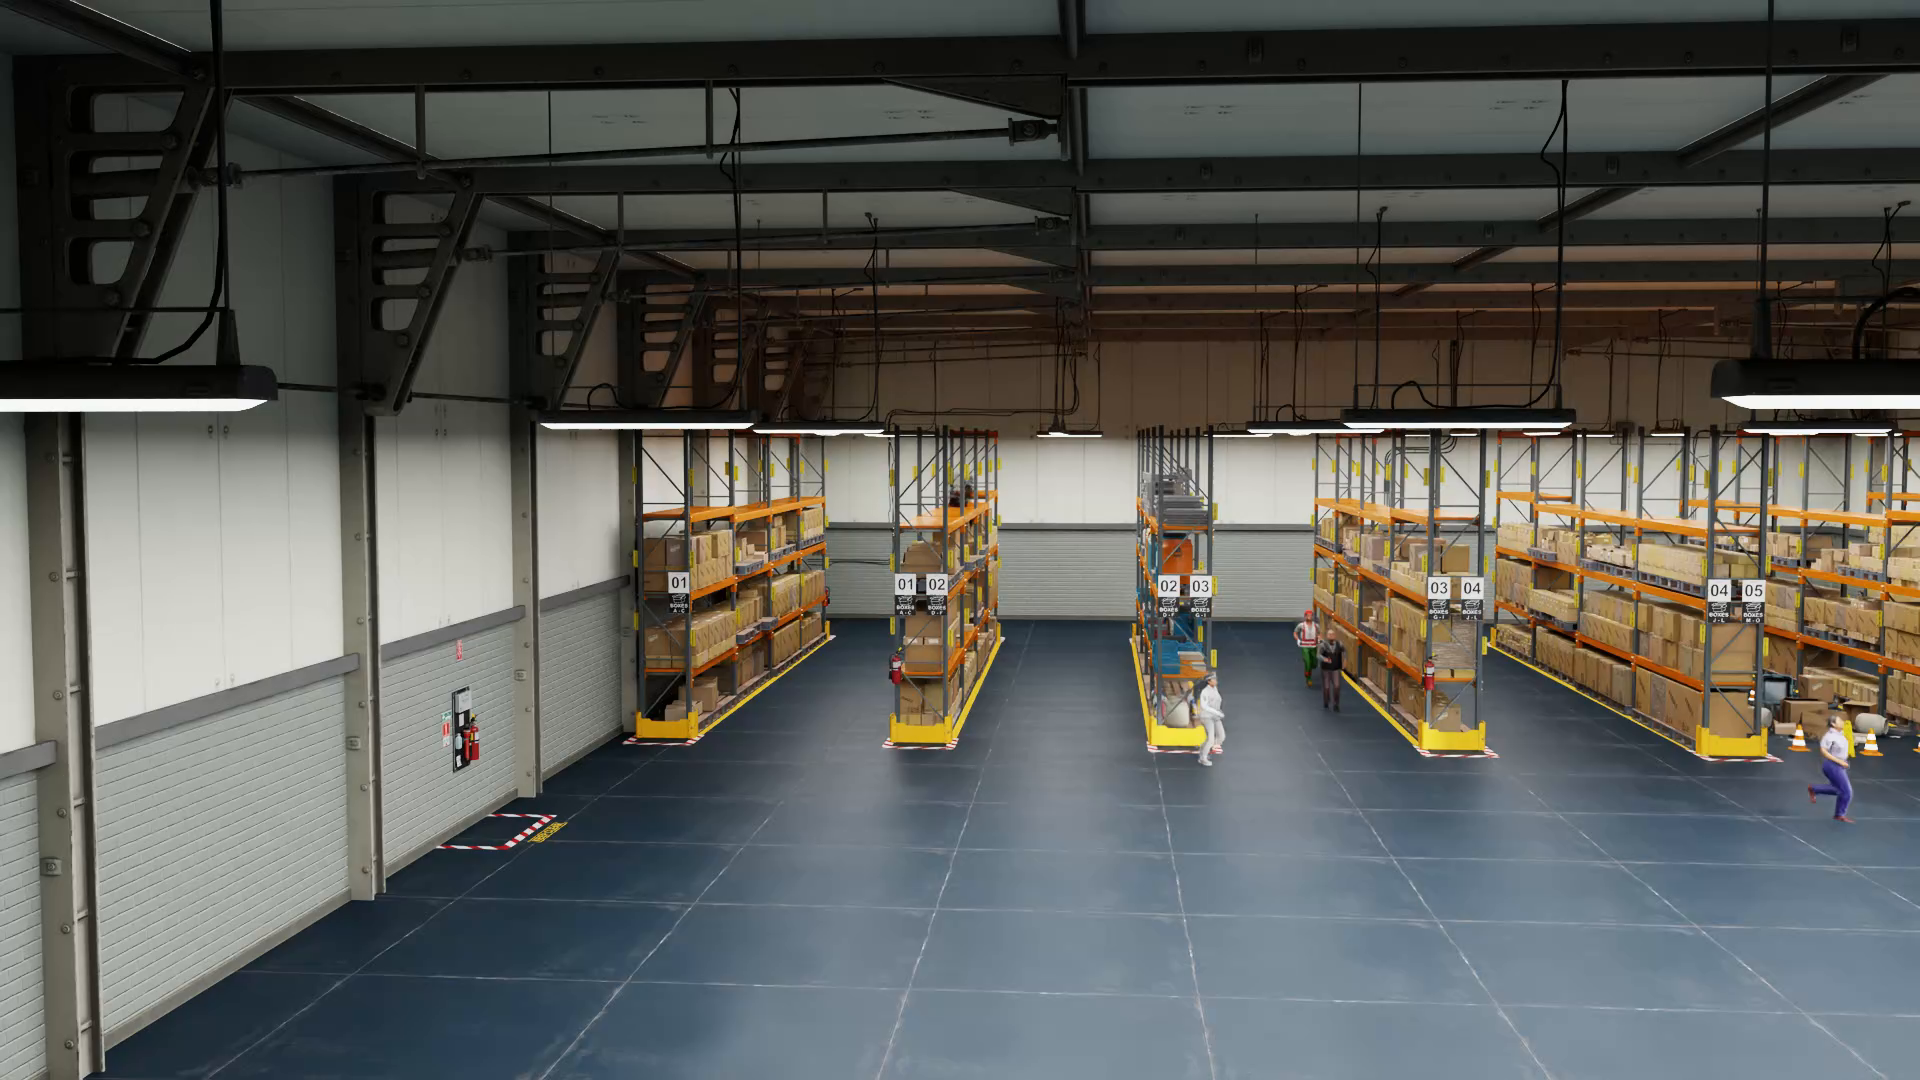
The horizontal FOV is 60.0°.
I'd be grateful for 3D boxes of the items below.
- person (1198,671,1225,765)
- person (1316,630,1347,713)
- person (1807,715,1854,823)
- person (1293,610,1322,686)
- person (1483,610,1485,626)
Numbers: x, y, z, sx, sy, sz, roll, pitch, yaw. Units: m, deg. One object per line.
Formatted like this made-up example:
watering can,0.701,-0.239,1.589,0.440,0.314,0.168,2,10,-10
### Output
person,4.453,3.134,29.293,0.554,1.662,0.613,3,4,38
person,7.832,2.779,35.028,0.671,1.783,0.733,0,3,7
person,13.179,3.437,25.116,0.654,1.609,0.622,3,4,38
person,8.152,2.511,38.929,0.663,1.748,0.780,0,3,-3
person,13.387,2.302,43.326,0.617,1.742,0.759,0,3,5
